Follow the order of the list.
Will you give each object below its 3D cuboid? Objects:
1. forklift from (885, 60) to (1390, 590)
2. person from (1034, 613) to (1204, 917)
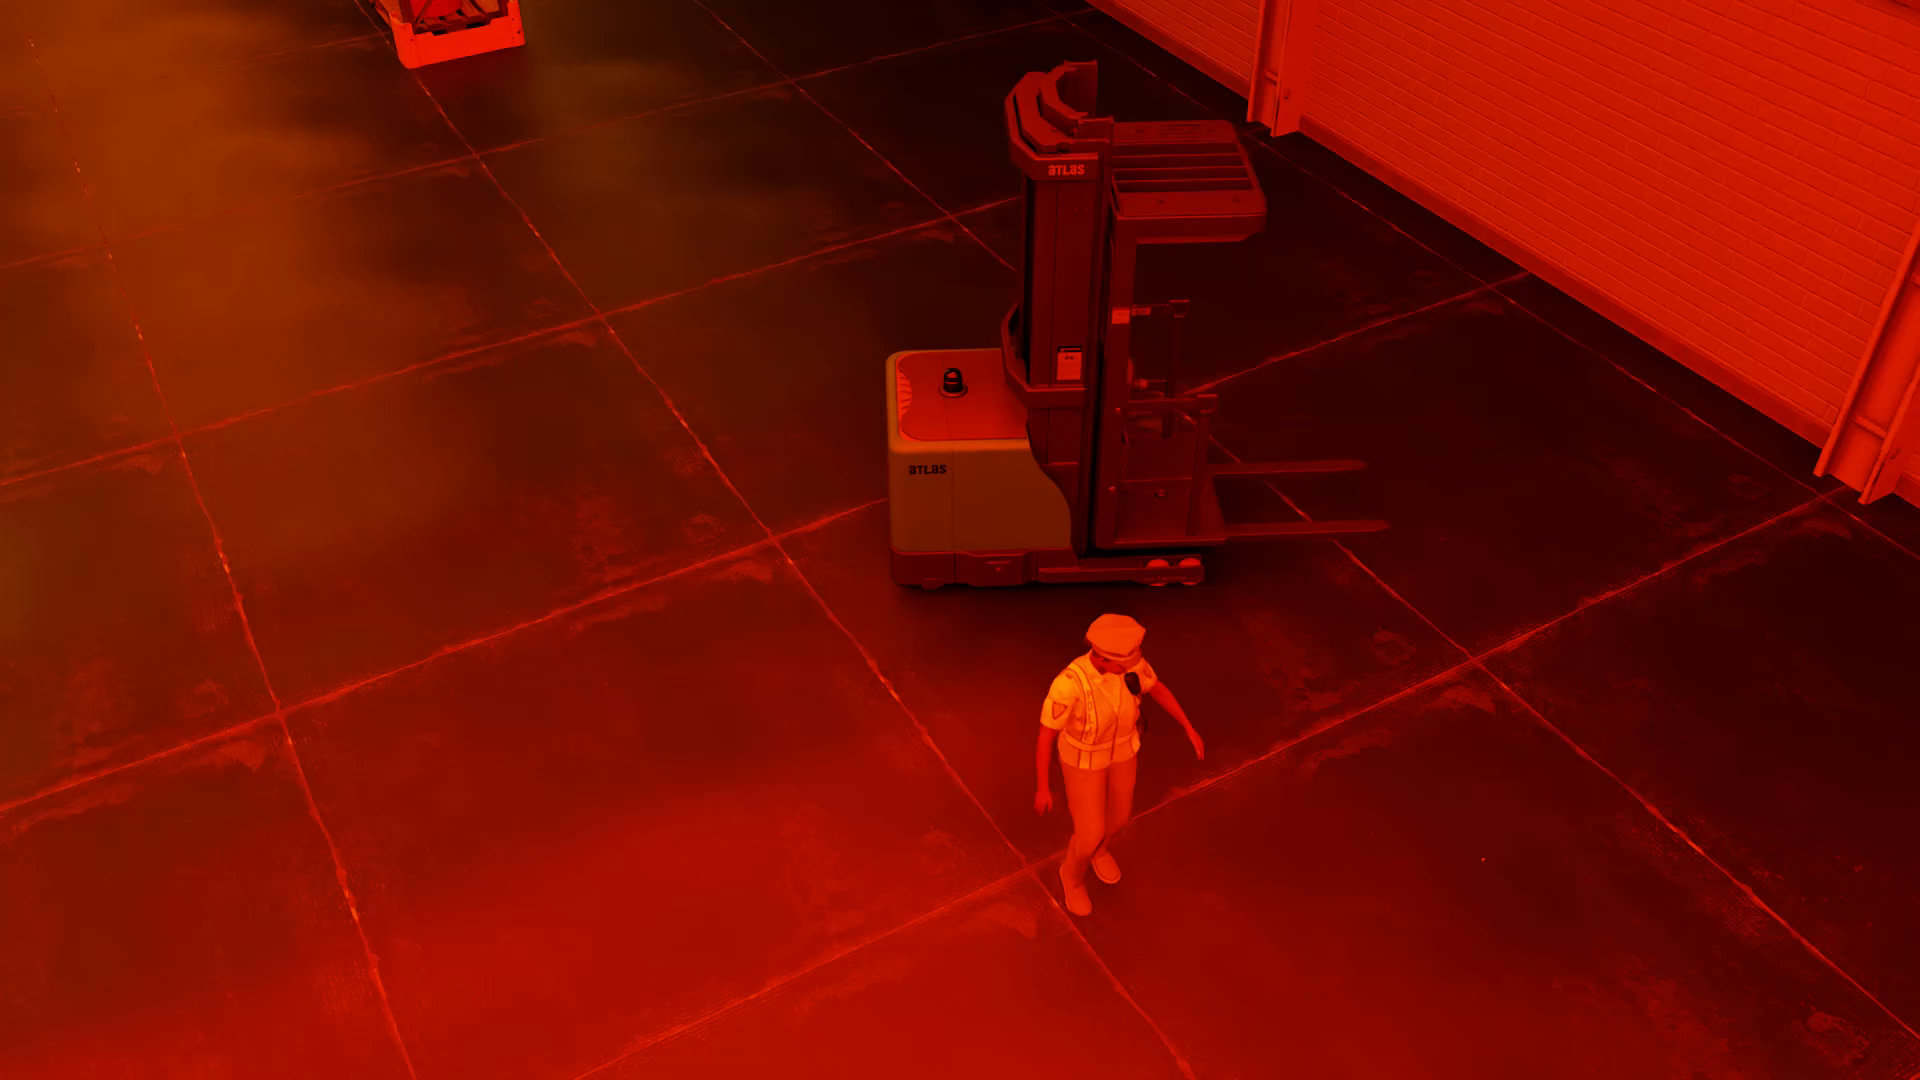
[{"bbox_3d":[1.074,-1.187,9.468,3.031,2.935,1.130,-2,40,-2],"label":"forklift"},{"bbox_3d":[0.691,1.059,7.811,0.834,1.682,0.459,-17,43,-19],"label":"person"}]
